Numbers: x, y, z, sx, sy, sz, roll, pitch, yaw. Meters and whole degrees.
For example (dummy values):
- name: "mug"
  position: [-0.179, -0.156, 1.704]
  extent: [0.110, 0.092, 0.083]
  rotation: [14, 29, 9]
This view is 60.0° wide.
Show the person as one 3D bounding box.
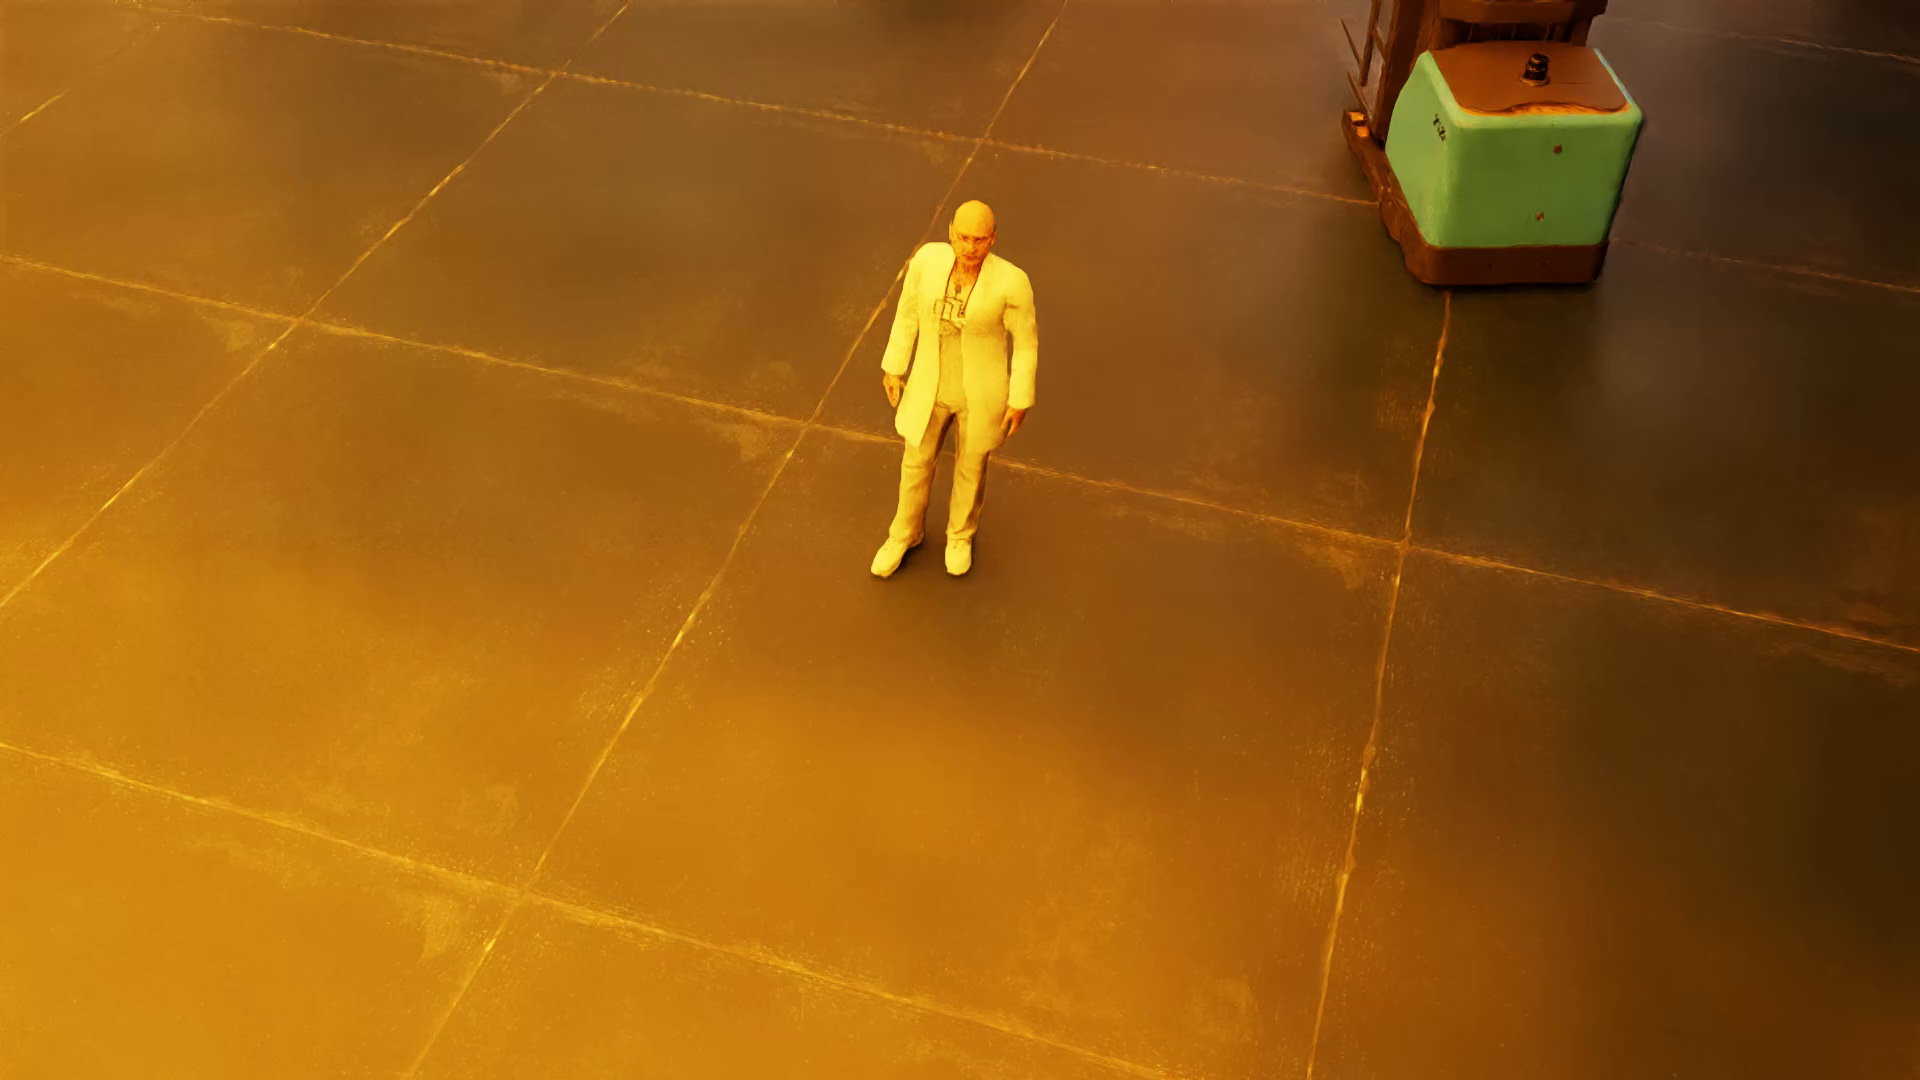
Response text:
- name: "person"
  position: [-0.032, -0.598, 7.168]
  extent: [0.694, 1.776, 0.579]
  rotation: [12, 44, 13]

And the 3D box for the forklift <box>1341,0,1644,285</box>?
- name: "forklift"
  position: [3.013, -3.482, 9.432]
  extent: [1.130, 2.935, 3.031]
  rotation: [-2, 43, -2]
